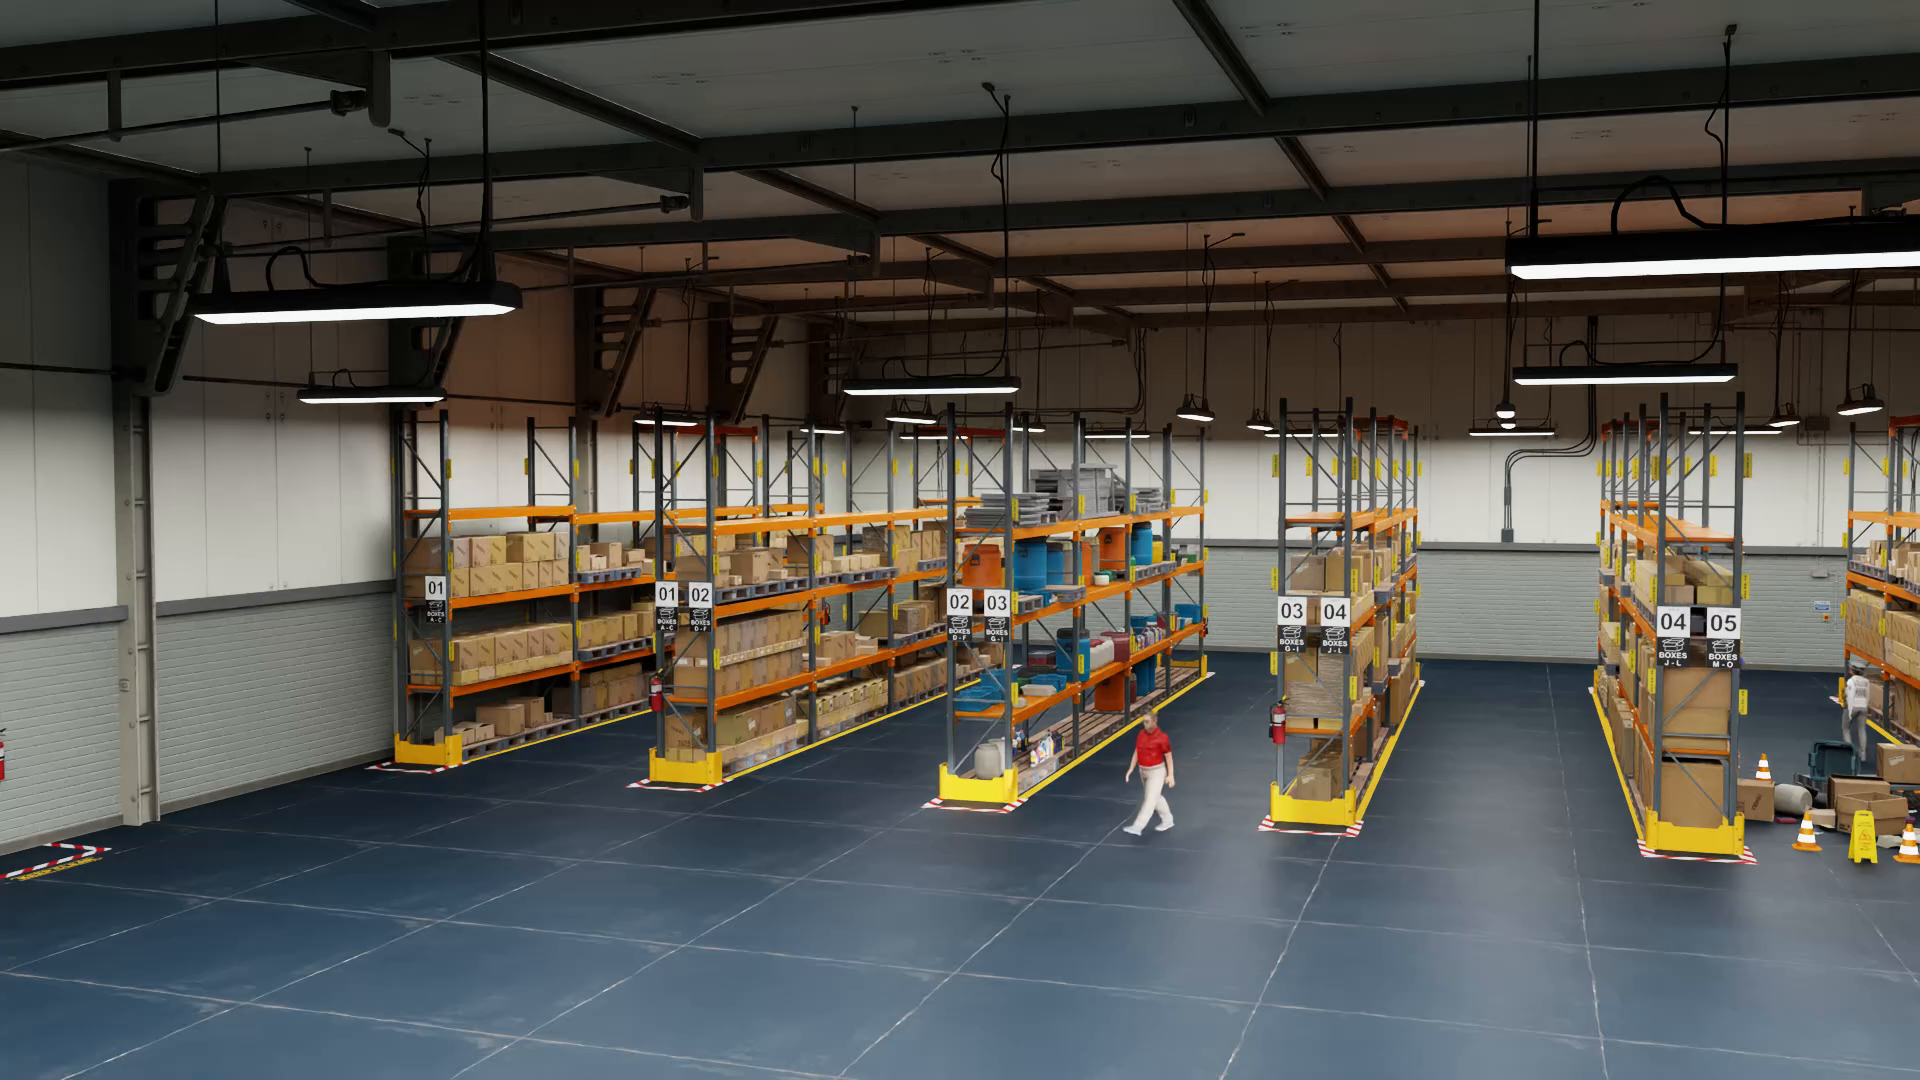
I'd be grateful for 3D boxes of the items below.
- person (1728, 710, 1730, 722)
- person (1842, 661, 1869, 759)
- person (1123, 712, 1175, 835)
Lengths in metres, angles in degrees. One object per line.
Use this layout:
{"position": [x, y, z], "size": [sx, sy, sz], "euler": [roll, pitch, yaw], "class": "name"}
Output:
{"position": [15.211, 2.811, 33.114], "size": [0.521, 1.556, 0.716], "euler": [0, 2, 8], "class": "person"}
{"position": [15.454, 2.961, 28.613], "size": [0.473, 1.725, 0.591], "euler": [0, 2, 4], "class": "person"}
{"position": [2.539, 3.175, 22.649], "size": [1.090, 1.665, 0.563], "euler": [-2, 3, -32], "class": "person"}
